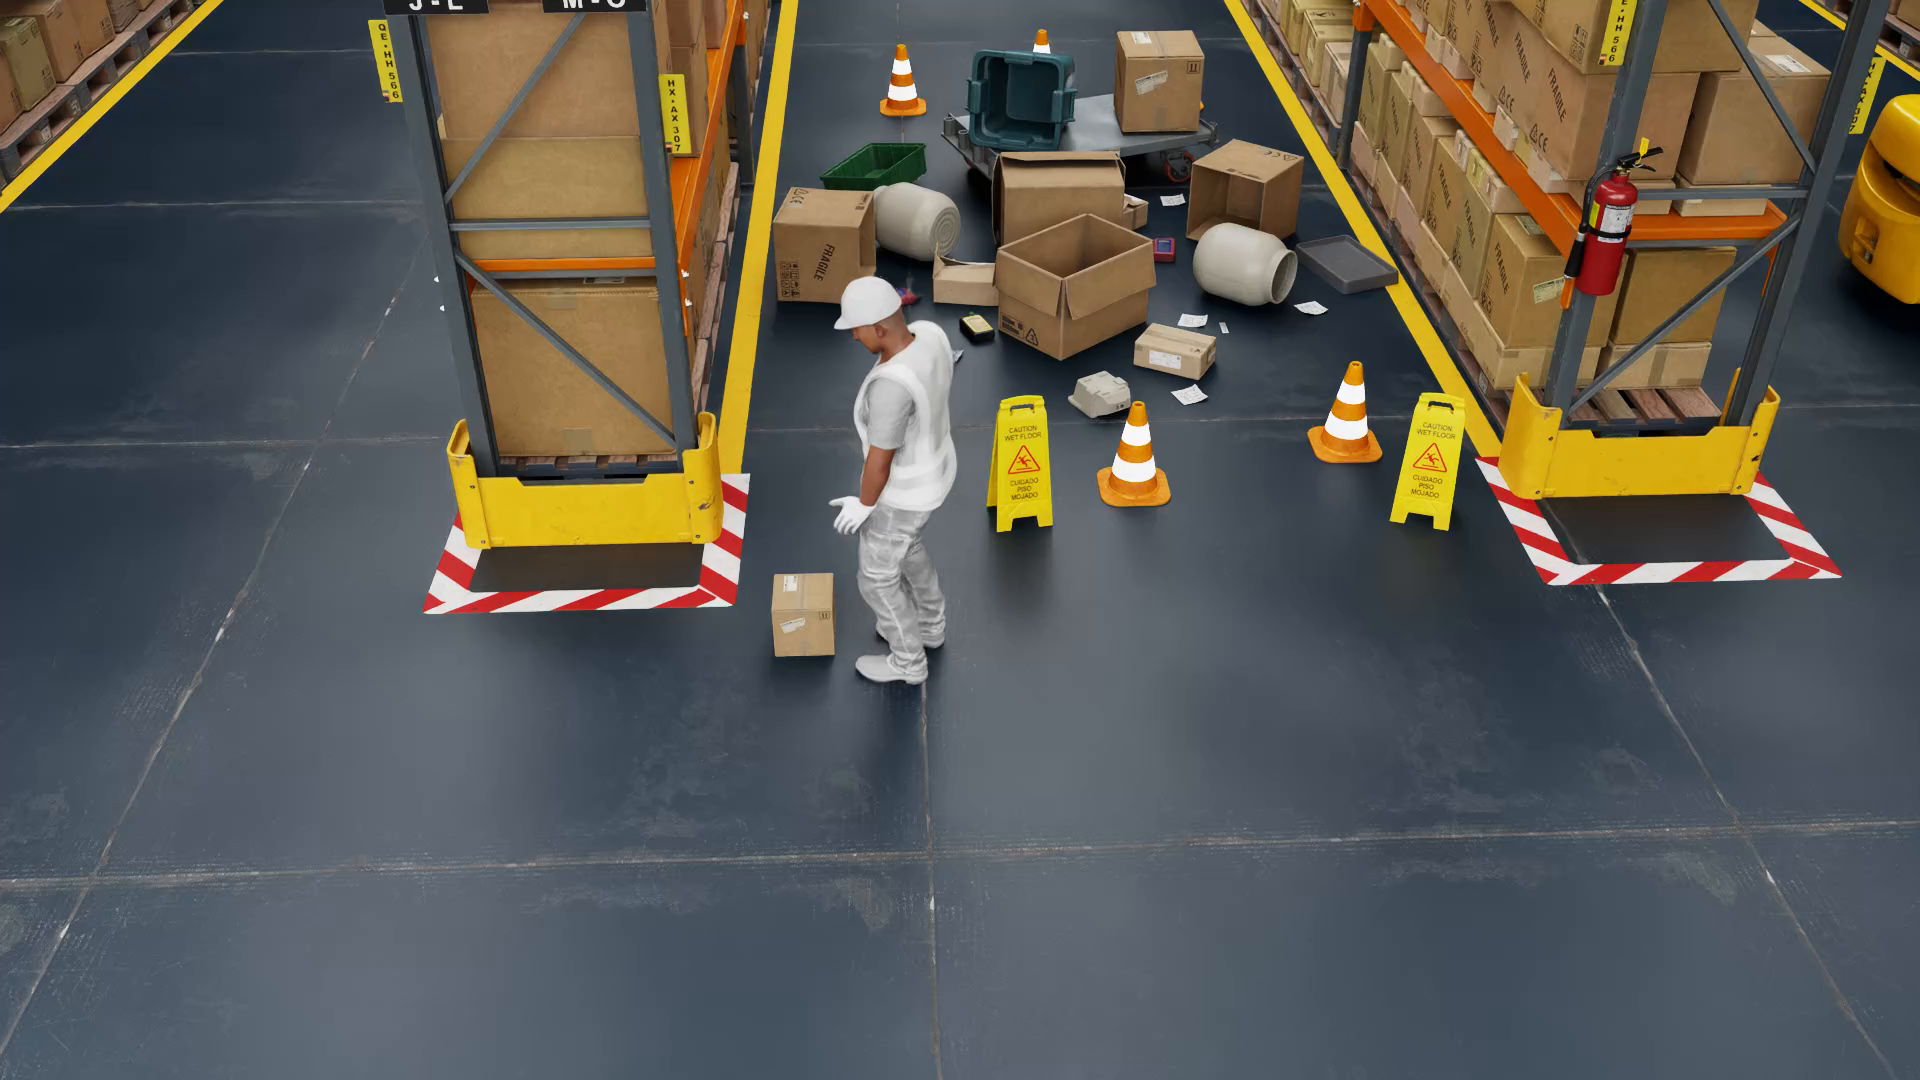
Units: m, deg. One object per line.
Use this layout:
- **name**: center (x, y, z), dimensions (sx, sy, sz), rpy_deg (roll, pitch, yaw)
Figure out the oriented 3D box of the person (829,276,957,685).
- **person**: center (-0.249, -0.216, 6.468), dimensions (0.427, 1.748, 0.566), rpy_deg (10, 36, 14)
